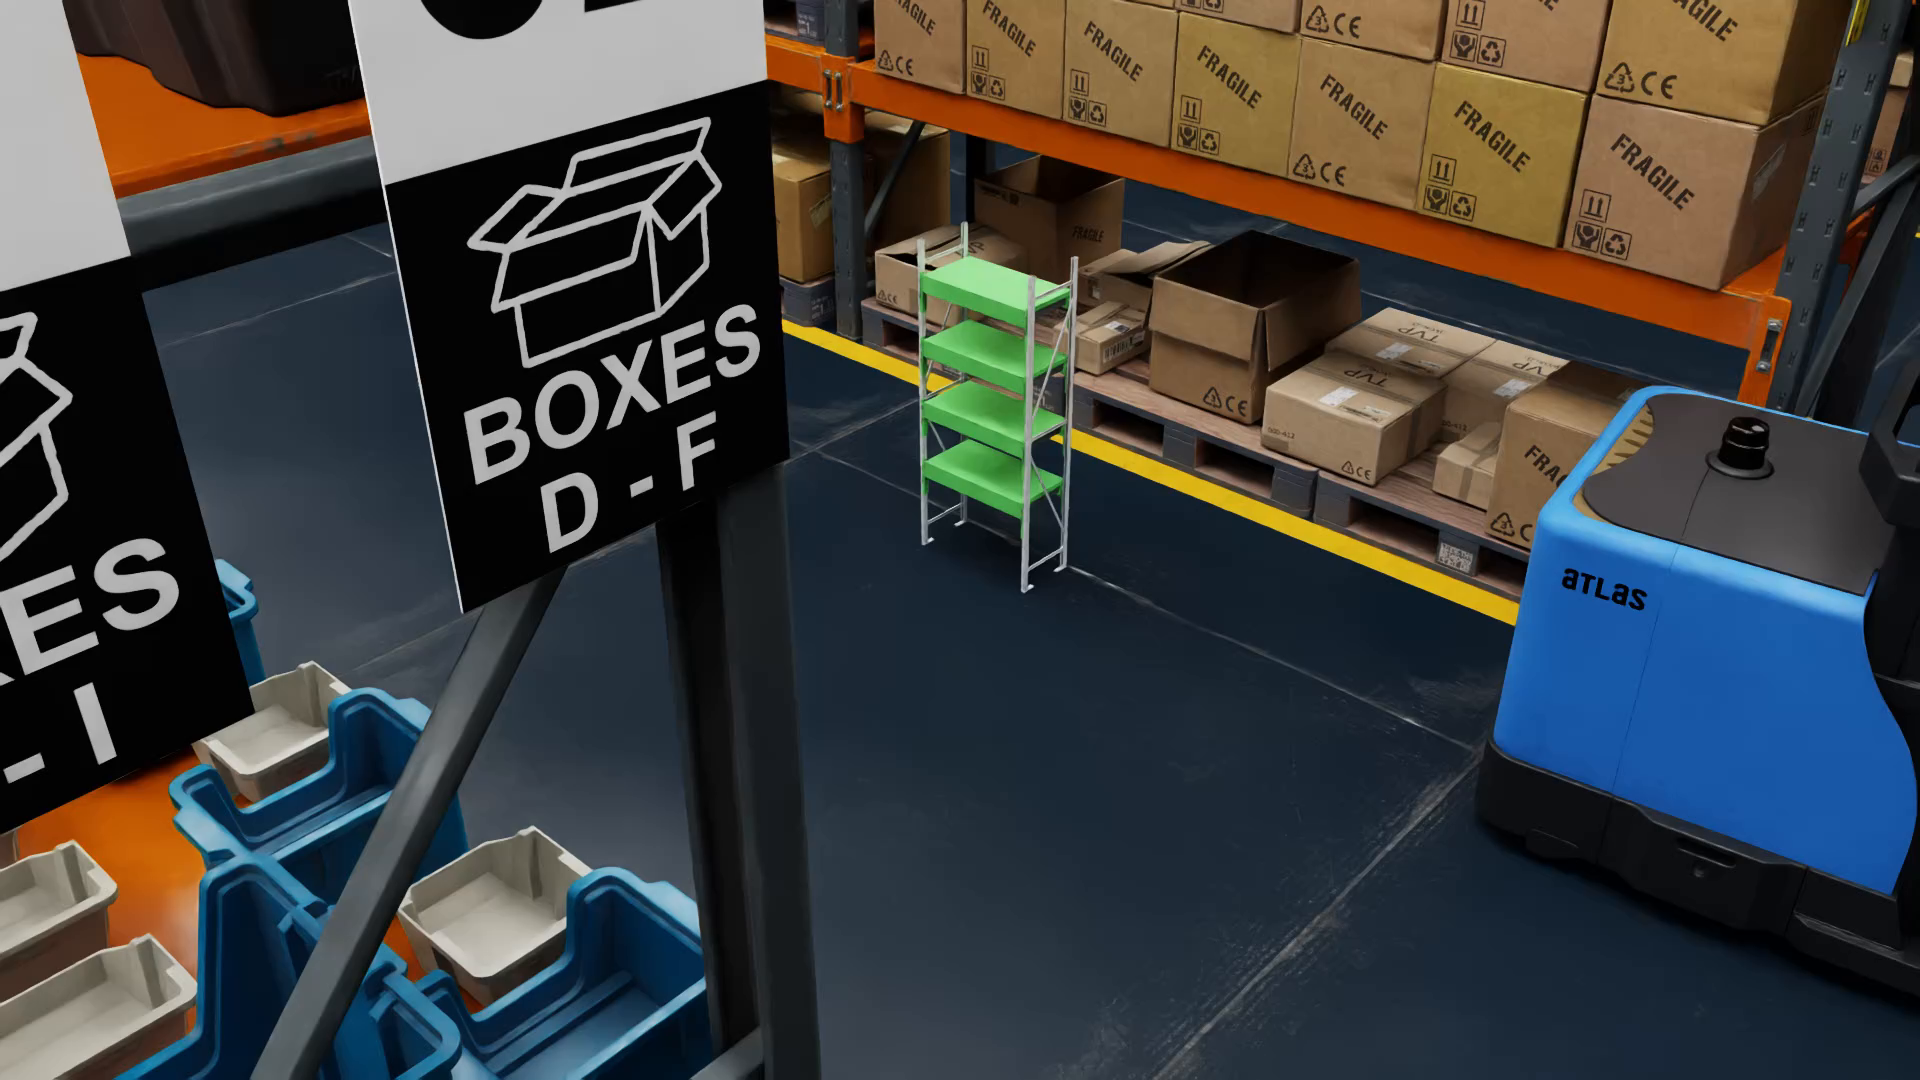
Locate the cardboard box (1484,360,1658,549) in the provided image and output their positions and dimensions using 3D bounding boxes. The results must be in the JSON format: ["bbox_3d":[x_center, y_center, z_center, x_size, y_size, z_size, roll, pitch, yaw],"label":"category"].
[{"bbox_3d":[2.196,-0.249,5.753,0.500,0.500,0.500,25,39,35],"label":"cardboard box"}]

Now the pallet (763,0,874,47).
[{"bbox_3d":[-0.721,-2.658,7.944,1.213,0.211,1.003,25,39,35],"label":"pallet"}]

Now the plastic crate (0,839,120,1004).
[{"bbox_3d":[-1.494,0.623,2.504,0.243,0.136,0.396,25,39,35],"label":"plastic crate"}]

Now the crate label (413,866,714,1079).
[{"bbox_3d":[-0.525,0.690,2.300,0.303,0.233,0.416,25,39,35],"label":"crate label"}]

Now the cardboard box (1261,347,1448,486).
[{"bbox_3d":[1.512,-0.483,6.383,0.500,0.250,0.500,25,39,35],"label":"cardboard box"}]

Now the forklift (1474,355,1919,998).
[{"bbox_3d":[2.996,-0.180,3.707,3.031,2.935,1.130,20,36,29],"label":"forklift"}]

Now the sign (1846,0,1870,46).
[{"bbox_3d":[2.377,-1.464,4.345,0.005,0.325,0.100,25,39,35],"label":"sign"}]

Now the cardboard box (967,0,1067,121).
[{"bbox_3d":[0.375,-2.009,6.581,0.500,0.500,0.500,26,40,36],"label":"cardboard box"}]

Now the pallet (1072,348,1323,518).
[{"bbox_3d":[1.216,-0.567,6.988,1.213,0.211,1.003,25,39,35],"label":"pallet"}]

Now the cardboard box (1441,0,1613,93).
[{"bbox_3d":[1.875,-1.733,5.153,0.500,0.500,0.500,26,40,36],"label":"cardboard box"}]

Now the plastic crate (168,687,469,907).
[{"bbox_3d":[-1.013,0.462,2.679,0.300,0.233,0.416,25,39,35],"label":"plastic crate"}]

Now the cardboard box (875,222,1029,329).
[{"bbox_3d":[-0.035,-1.231,7.567,0.500,0.311,0.500,25,39,35],"label":"cardboard box"}]

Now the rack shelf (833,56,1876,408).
[{"bbox_3d":[1.281,-1.422,6.401,4.000,0.370,1.077,25,39,35],"label":"rack shelf"}]

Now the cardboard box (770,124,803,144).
[{"bbox_3d":[-1.121,-1.775,8.288,0.500,0.500,0.500,25,39,35],"label":"cardboard box"}]

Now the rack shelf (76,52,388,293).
[{"bbox_3d":[-2.045,-0.814,2.483,4.000,0.370,1.077,25,39,35],"label":"rack shelf"}]

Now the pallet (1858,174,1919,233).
[{"bbox_3d":[5.440,-1.986,9.344,1.213,0.211,1.003,25,39,35],"label":"pallet"}]

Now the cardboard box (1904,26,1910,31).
[{"bbox_3d":[5.165,-2.819,9.413,0.250,0.149,0.380,25,39,35],"label":"cardboard box"}]

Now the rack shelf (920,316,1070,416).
[{"bbox_3d":[0.123,-0.608,5.755,0.480,0.148,0.258,25,39,35],"label":"rack shelf"}]

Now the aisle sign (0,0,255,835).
[{"bbox_3d":[-0.706,-0.122,1.024,0.004,0.787,0.394,25,39,35],"label":"aisle sign"}]

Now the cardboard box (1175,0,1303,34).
[{"bbox_3d":[1.106,-2.088,5.744,0.500,0.500,0.500,26,40,36],"label":"cardboard box"}]

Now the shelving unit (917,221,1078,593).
[{"bbox_3d":[0.123,-0.457,5.845,0.503,1.200,0.258,25,39,35],"label":"shelving unit"}]

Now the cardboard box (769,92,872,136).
[{"bbox_3d":[-0.800,-1.981,8.629,0.500,0.500,0.500,26,39,36],"label":"cardboard box"}]

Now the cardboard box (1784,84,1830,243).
[{"bbox_3d":[2.612,-1.335,5.463,0.500,0.500,0.500,26,40,36],"label":"cardboard box"}]

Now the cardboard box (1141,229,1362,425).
[{"bbox_3d":[1.195,-0.893,6.819,0.637,0.503,0.797,25,39,35],"label":"cardboard box"}]

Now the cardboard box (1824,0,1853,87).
[{"bbox_3d":[2.612,-1.764,5.205,0.500,0.500,0.500,26,40,36],"label":"cardboard box"}]

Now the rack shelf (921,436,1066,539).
[{"bbox_3d":[0.123,-0.196,6.002,0.480,0.148,0.258,25,39,35],"label":"rack shelf"}]

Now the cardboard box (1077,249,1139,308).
[{"bbox_3d":[0.730,-1.194,7.662,0.250,0.149,0.380,25,39,35],"label":"cardboard box"}]

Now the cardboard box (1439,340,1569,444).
[{"bbox_3d":[2.181,-0.518,6.442,0.500,0.250,0.500,25,39,35],"label":"cardboard box"}]

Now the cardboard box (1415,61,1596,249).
[{"bbox_3d":[1.863,-1.310,5.421,0.500,0.500,0.500,25,39,35],"label":"cardboard box"}]

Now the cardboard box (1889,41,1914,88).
[{"bbox_3d":[5.092,-2.587,9.027,0.250,0.149,0.380,26,40,36],"label":"cardboard box"}]

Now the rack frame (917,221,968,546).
[{"bbox_3d":[-0.058,-0.541,5.986,0.015,1.200,0.240,25,39,35],"label":"rack frame"}]

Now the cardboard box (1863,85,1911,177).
[{"bbox_3d":[5.128,-2.420,9.377,0.500,0.500,0.700,25,39,35],"label":"cardboard box"}]

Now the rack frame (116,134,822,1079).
[{"bbox_3d":[-0.565,0.856,1.919,0.053,2.616,0.949,25,39,35],"label":"rack frame"}]

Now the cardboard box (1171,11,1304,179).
[{"bbox_3d":[1.123,-1.659,6.001,0.500,0.500,0.500,24,39,34],"label":"cardboard box"}]

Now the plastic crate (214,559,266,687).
[{"bbox_3d":[-1.501,0.234,3.057,0.300,0.233,0.416,25,39,35],"label":"plastic crate"}]

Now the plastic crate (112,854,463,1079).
[{"bbox_3d":[-0.936,0.770,1.971,0.499,0.435,0.616,25,39,35],"label":"plastic crate"}]
